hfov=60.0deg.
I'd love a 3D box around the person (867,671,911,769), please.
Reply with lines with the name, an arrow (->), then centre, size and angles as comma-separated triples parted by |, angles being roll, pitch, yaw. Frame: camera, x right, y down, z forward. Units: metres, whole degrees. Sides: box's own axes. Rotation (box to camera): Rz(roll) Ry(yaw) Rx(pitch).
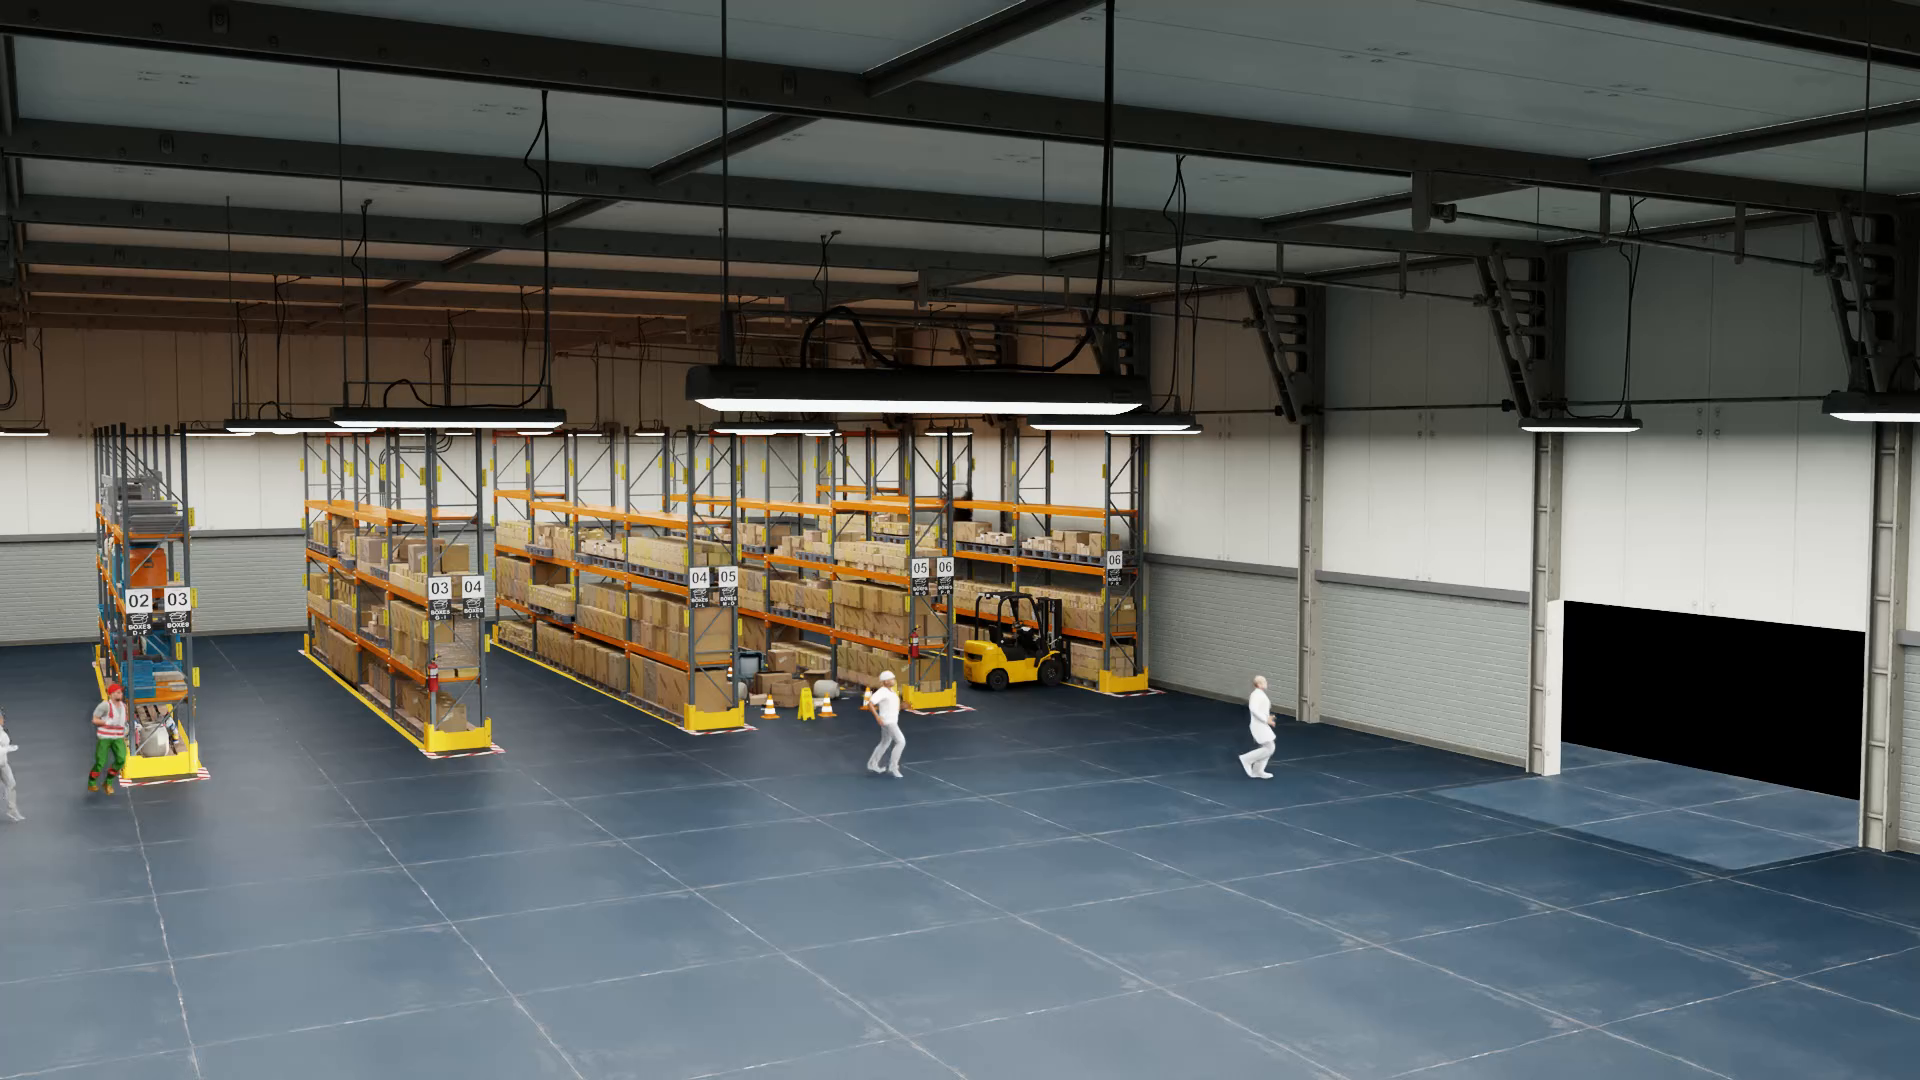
person -> -1.209, 3.045, 28.212 | 0.757, 1.646, 0.670 | 0, 3, 6

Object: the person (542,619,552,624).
person -> -12.019, 2.130, 48.557 | 0.505, 1.305, 0.607 | 1, 4, 21

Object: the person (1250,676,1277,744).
person -> 5.117, 2.861, 28.013 | 0.471, 1.142, 0.682 | 0, 3, 6

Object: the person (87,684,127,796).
person -> -13.720, 3.223, 26.884 | 0.691, 1.779, 0.573 | 2, 4, 34

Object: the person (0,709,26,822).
person -> -14.450, 3.372, 24.831 | 0.870, 1.735, 0.622 | 0, 3, -2
